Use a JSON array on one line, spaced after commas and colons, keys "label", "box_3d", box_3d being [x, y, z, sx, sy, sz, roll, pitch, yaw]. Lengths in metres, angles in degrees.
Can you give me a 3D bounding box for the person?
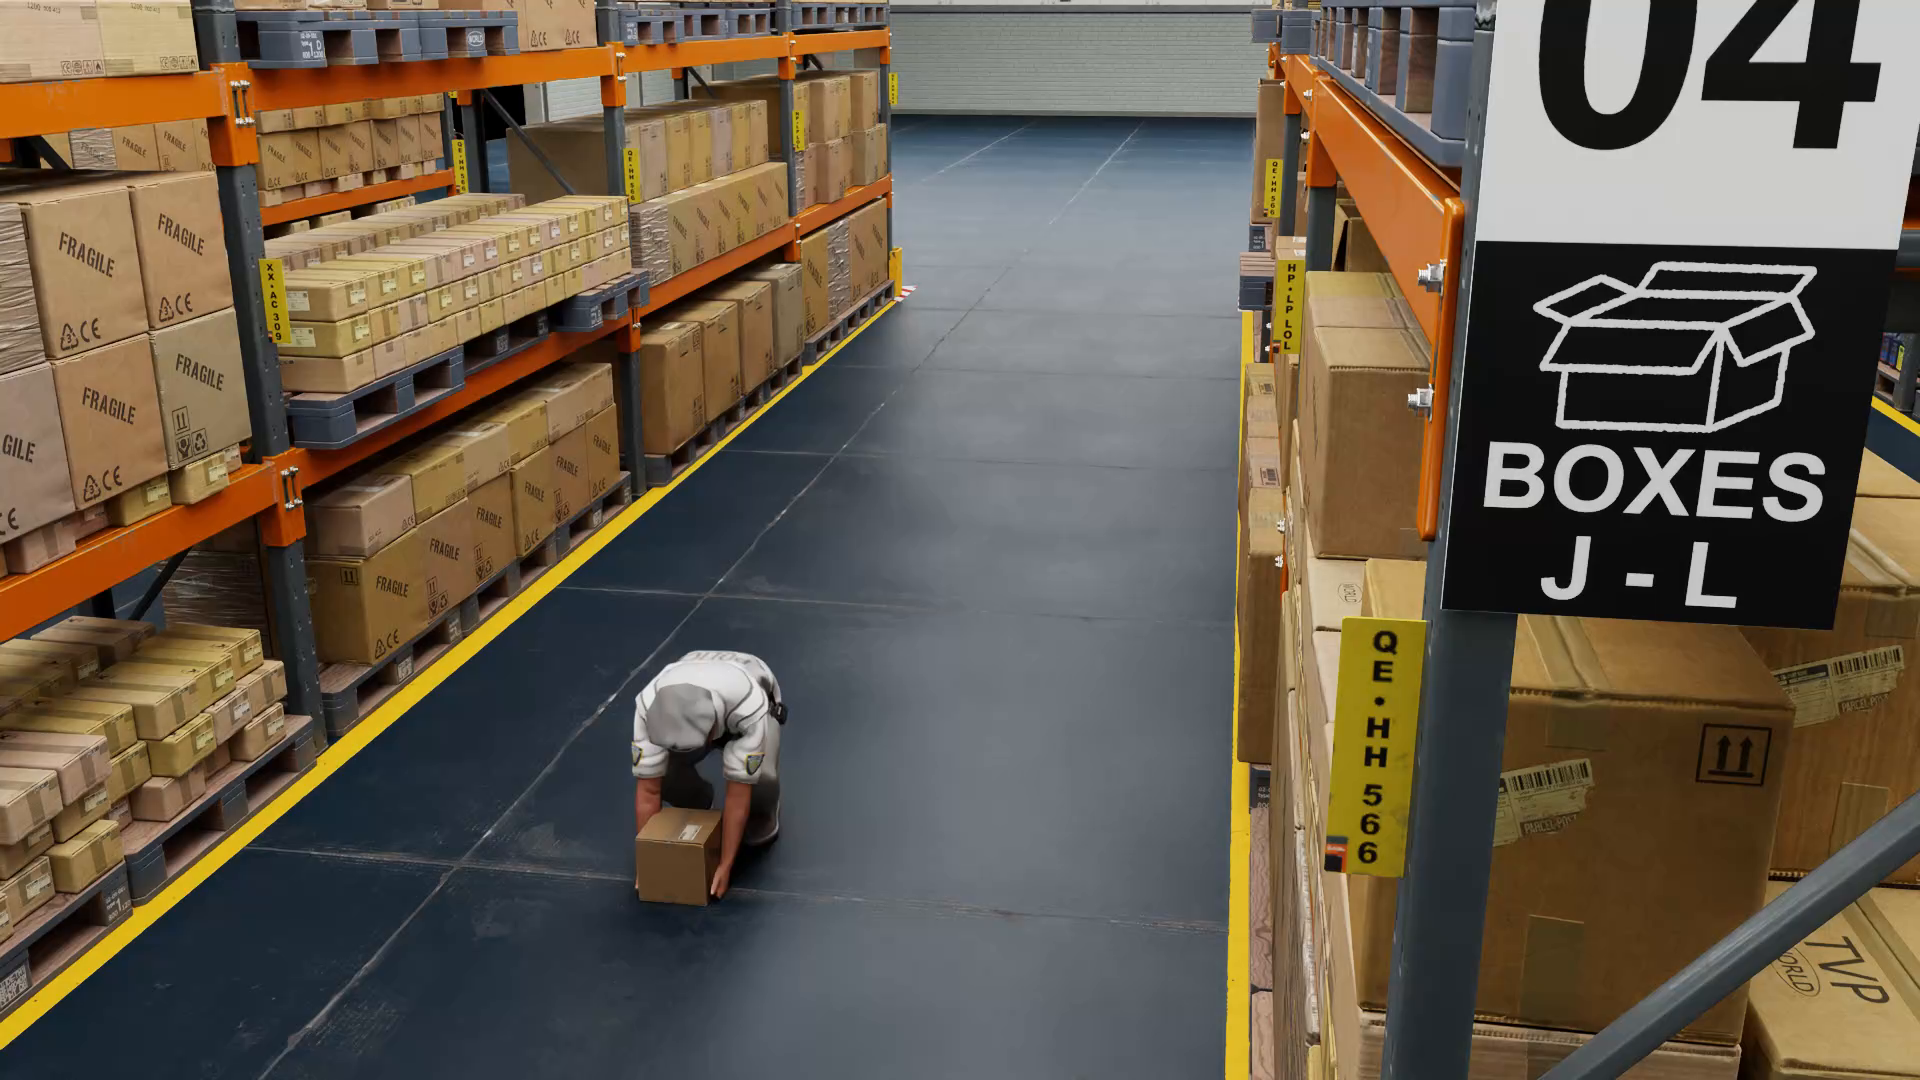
[{"label": "person", "box_3d": [-0.929, 0.808, 6.169, 0.532, 0.884, 0.998, 3, 18, 8]}]
